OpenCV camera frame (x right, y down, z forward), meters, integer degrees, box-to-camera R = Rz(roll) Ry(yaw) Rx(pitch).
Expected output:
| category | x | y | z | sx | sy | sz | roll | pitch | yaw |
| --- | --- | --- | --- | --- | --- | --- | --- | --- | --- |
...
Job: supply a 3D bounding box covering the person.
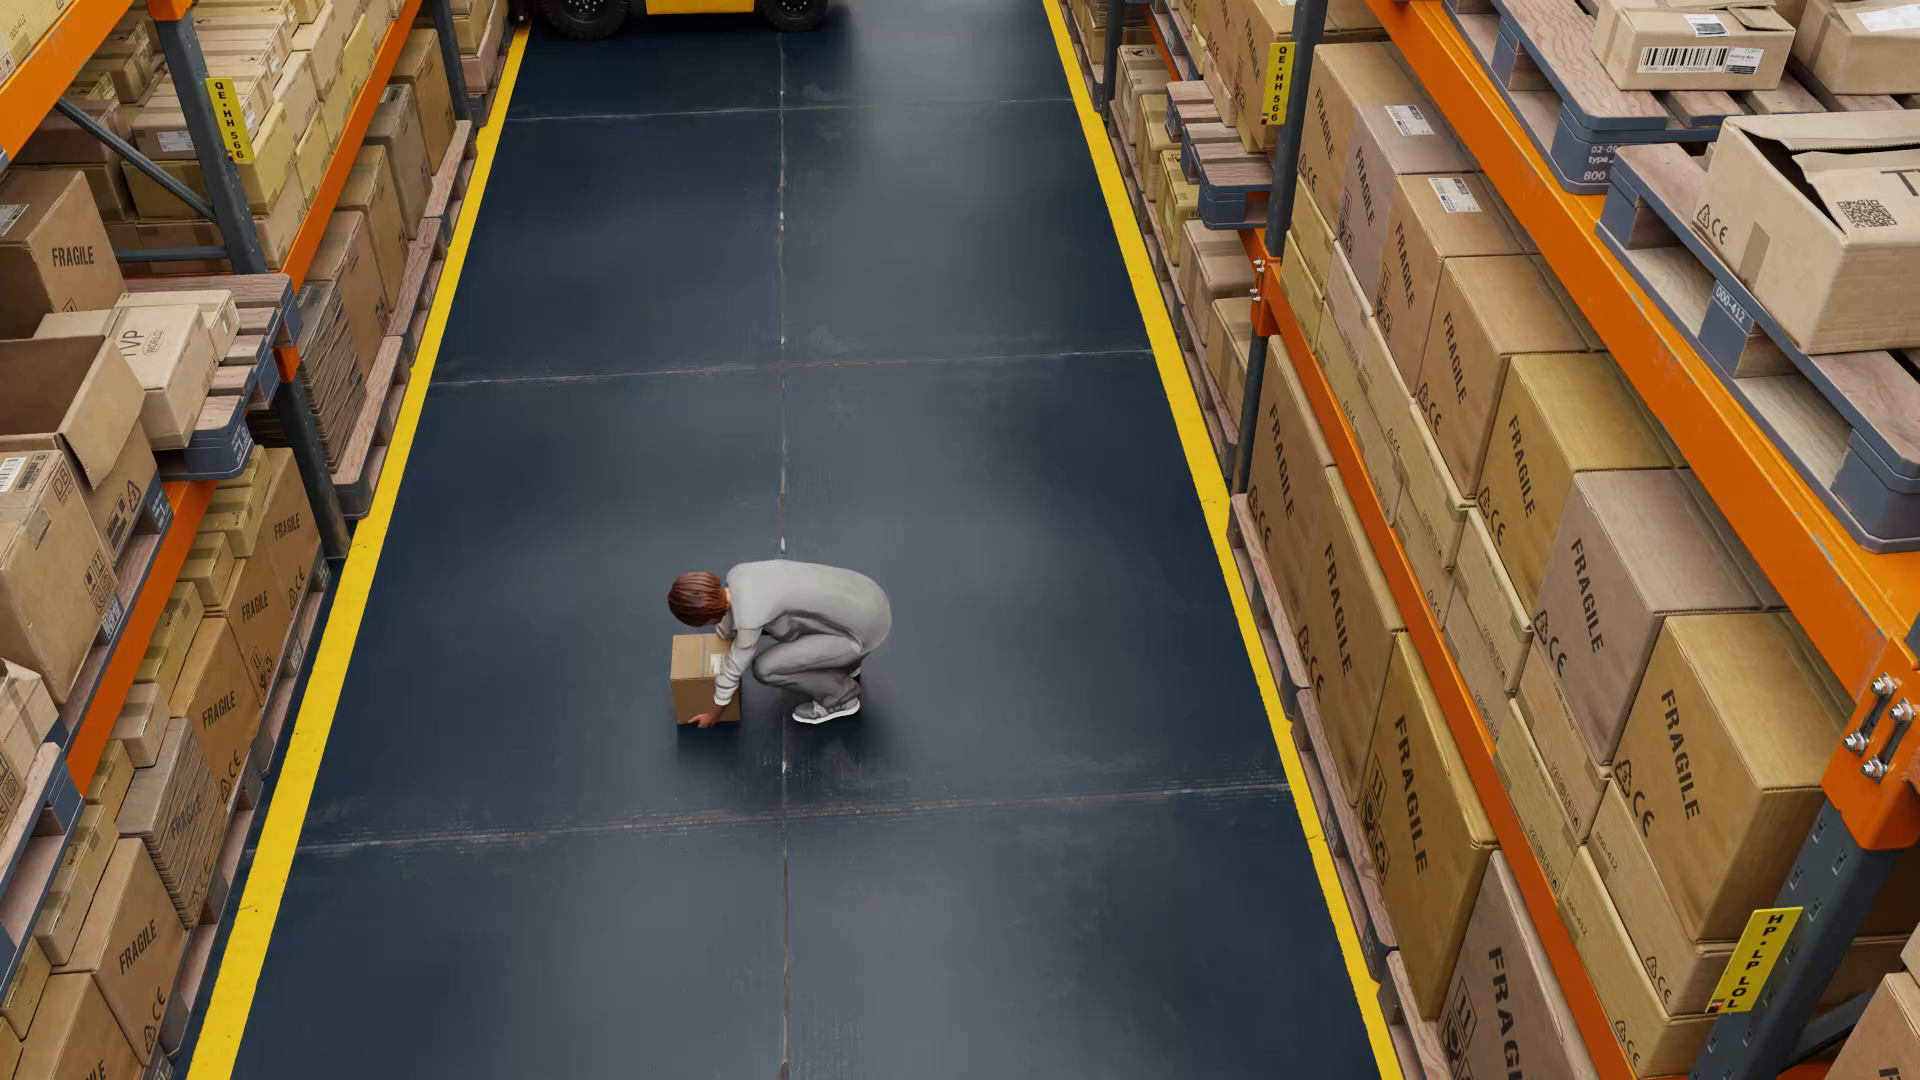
| category | x | y | z | sx | sy | sz | roll | pitch | yaw |
| --- | --- | --- | --- | --- | --- | --- | --- | --- | --- |
| person | -0.679 | 0.388 | 6.455 | 0.839 | 0.756 | 0.431 | -4 | 40 | -5 |
